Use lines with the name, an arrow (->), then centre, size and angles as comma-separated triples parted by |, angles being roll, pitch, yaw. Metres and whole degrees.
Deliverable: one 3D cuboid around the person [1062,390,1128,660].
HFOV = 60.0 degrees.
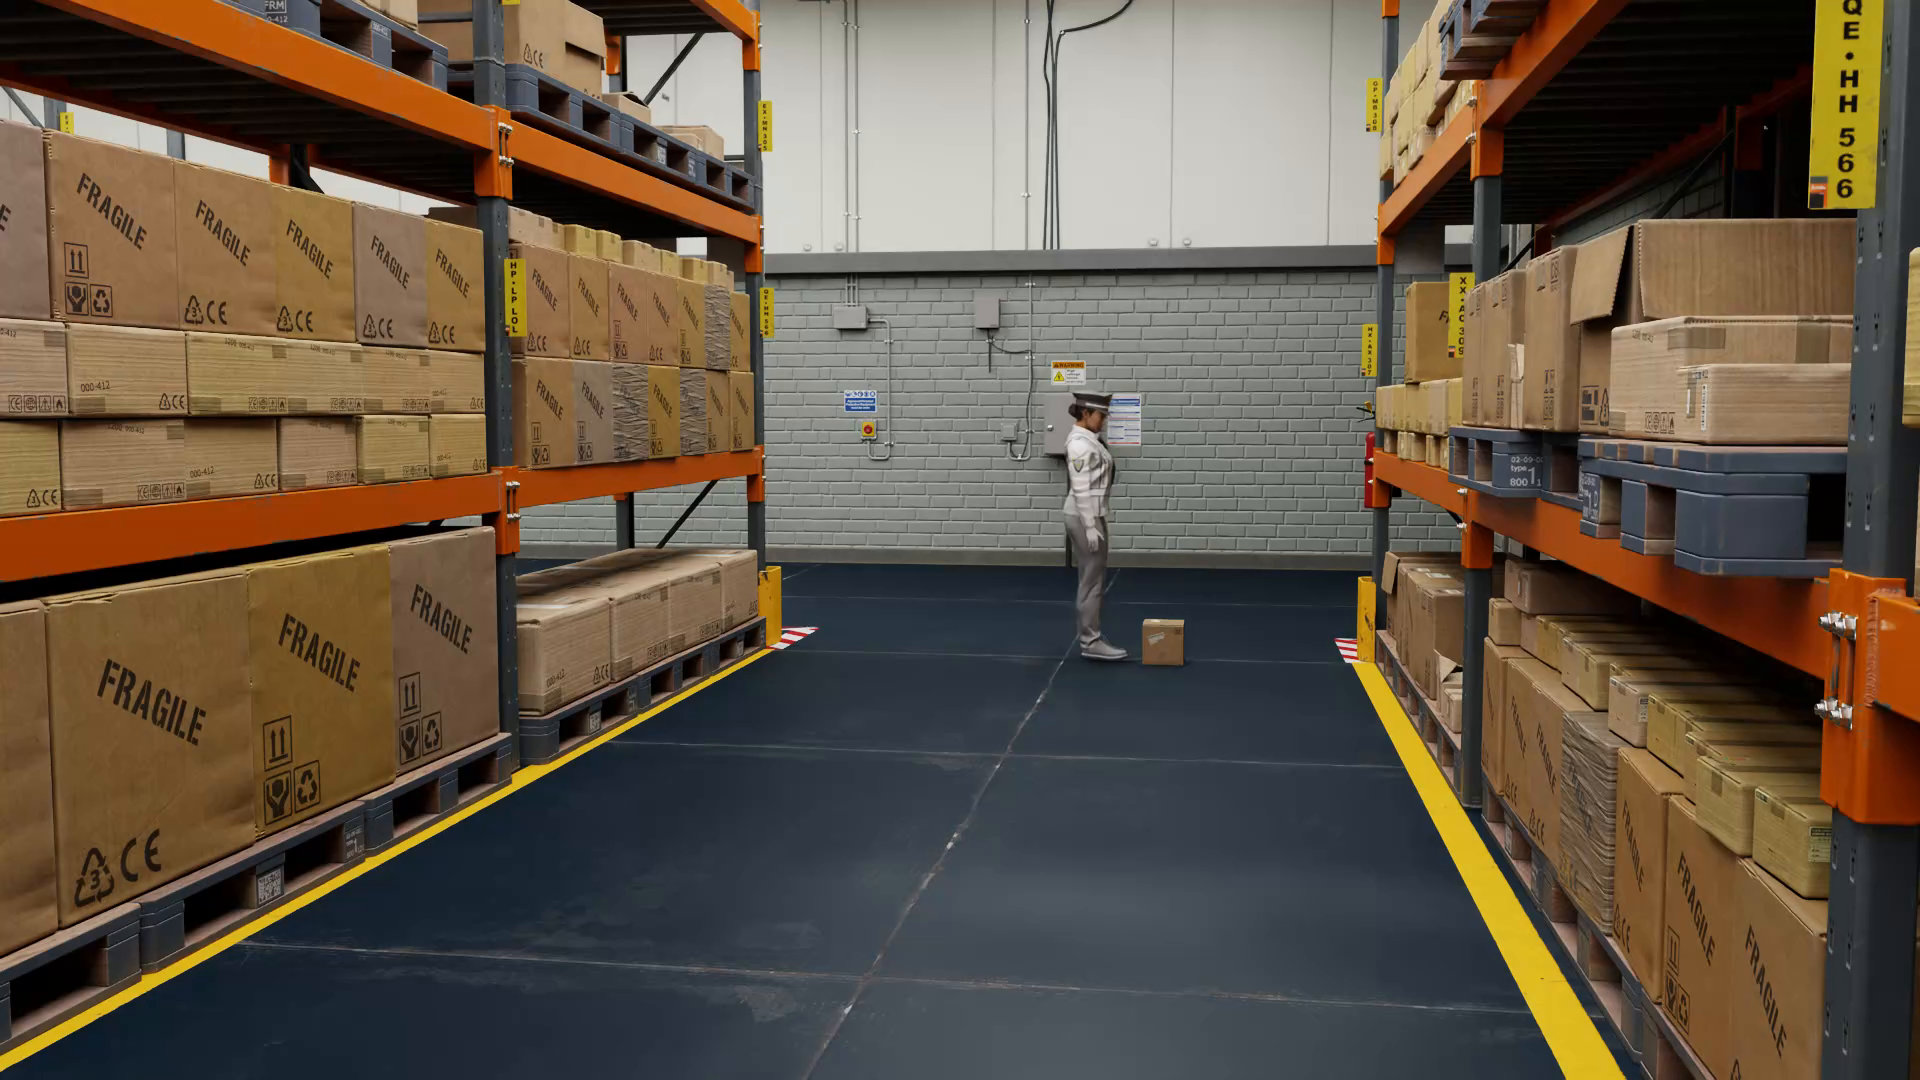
person -> 0.844, -0.082, 10.335 | 0.413, 1.698, 0.536 | 1, 5, 10
